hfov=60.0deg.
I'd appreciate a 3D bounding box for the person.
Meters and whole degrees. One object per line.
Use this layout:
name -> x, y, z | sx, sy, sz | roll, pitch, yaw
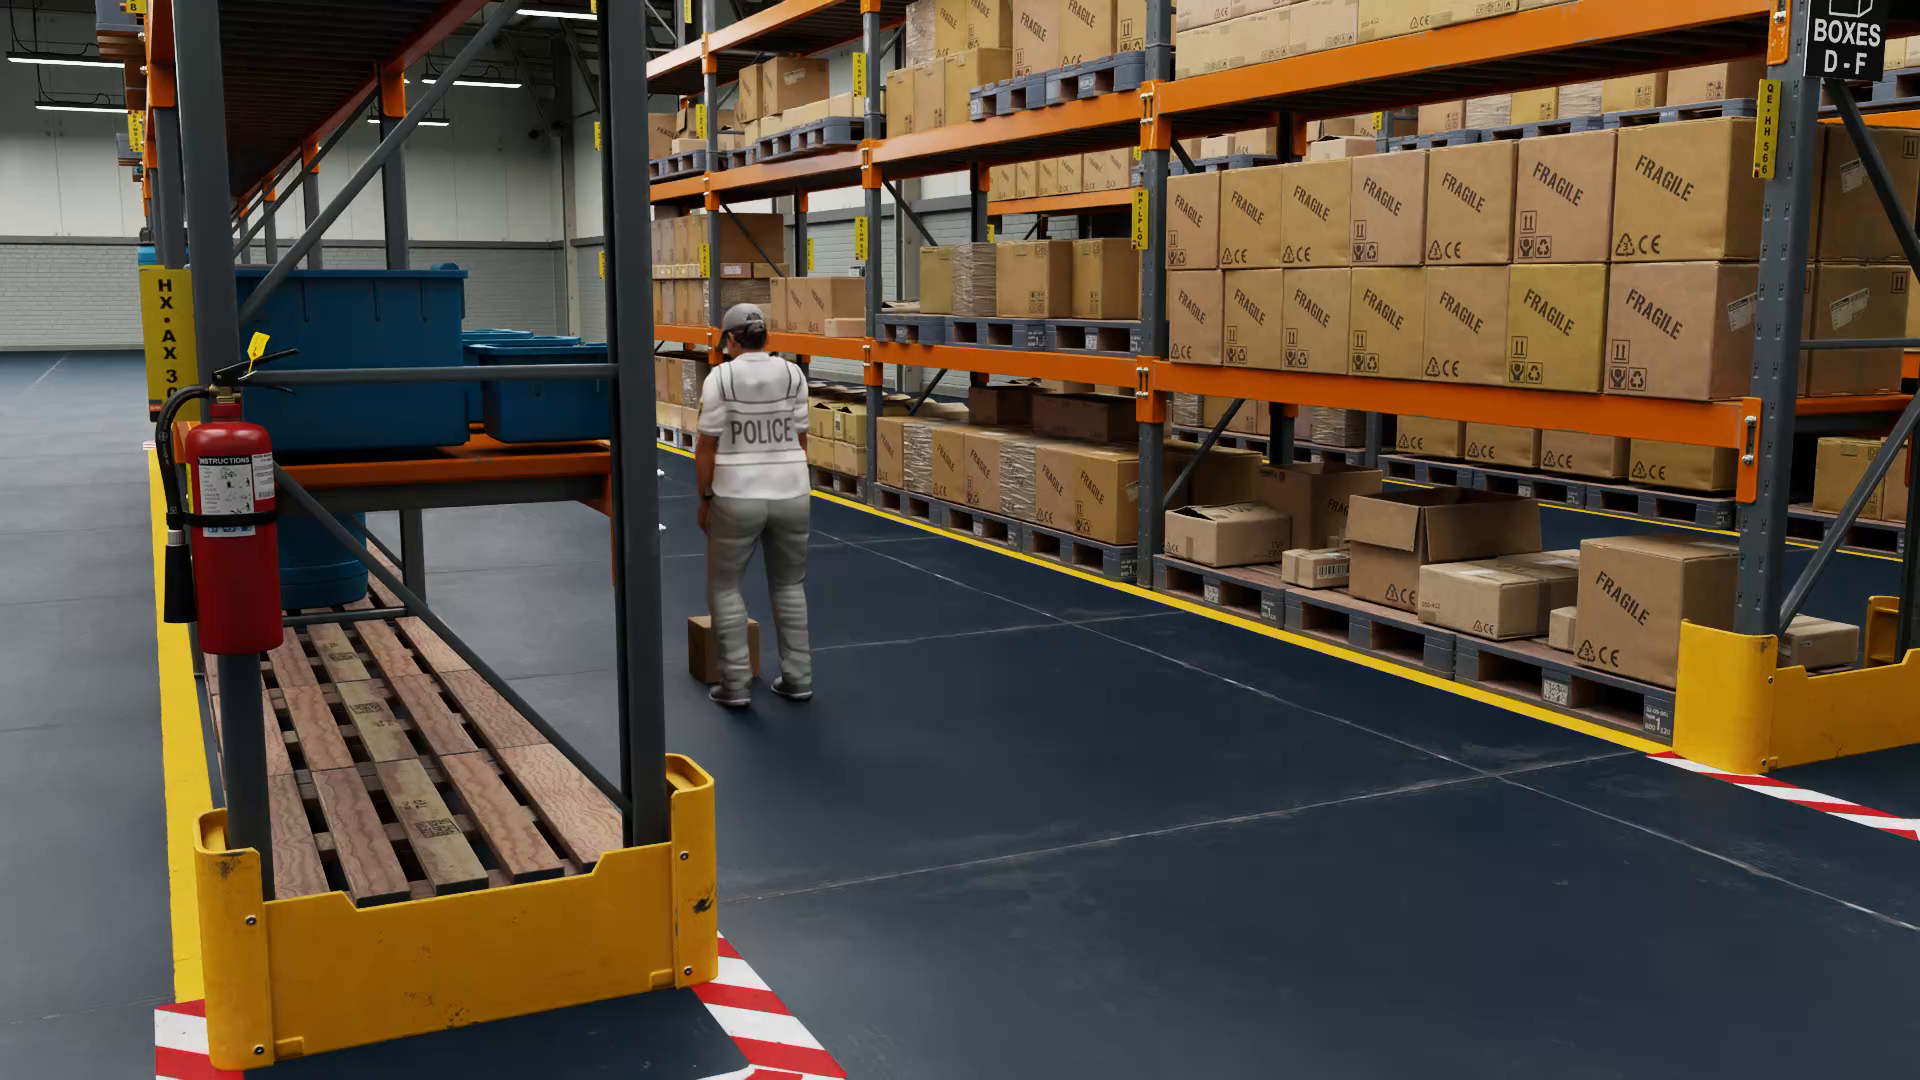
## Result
person -> -0.856, -0.140, 6.854 | 0.478, 1.650, 0.409 | -4, 10, -25
